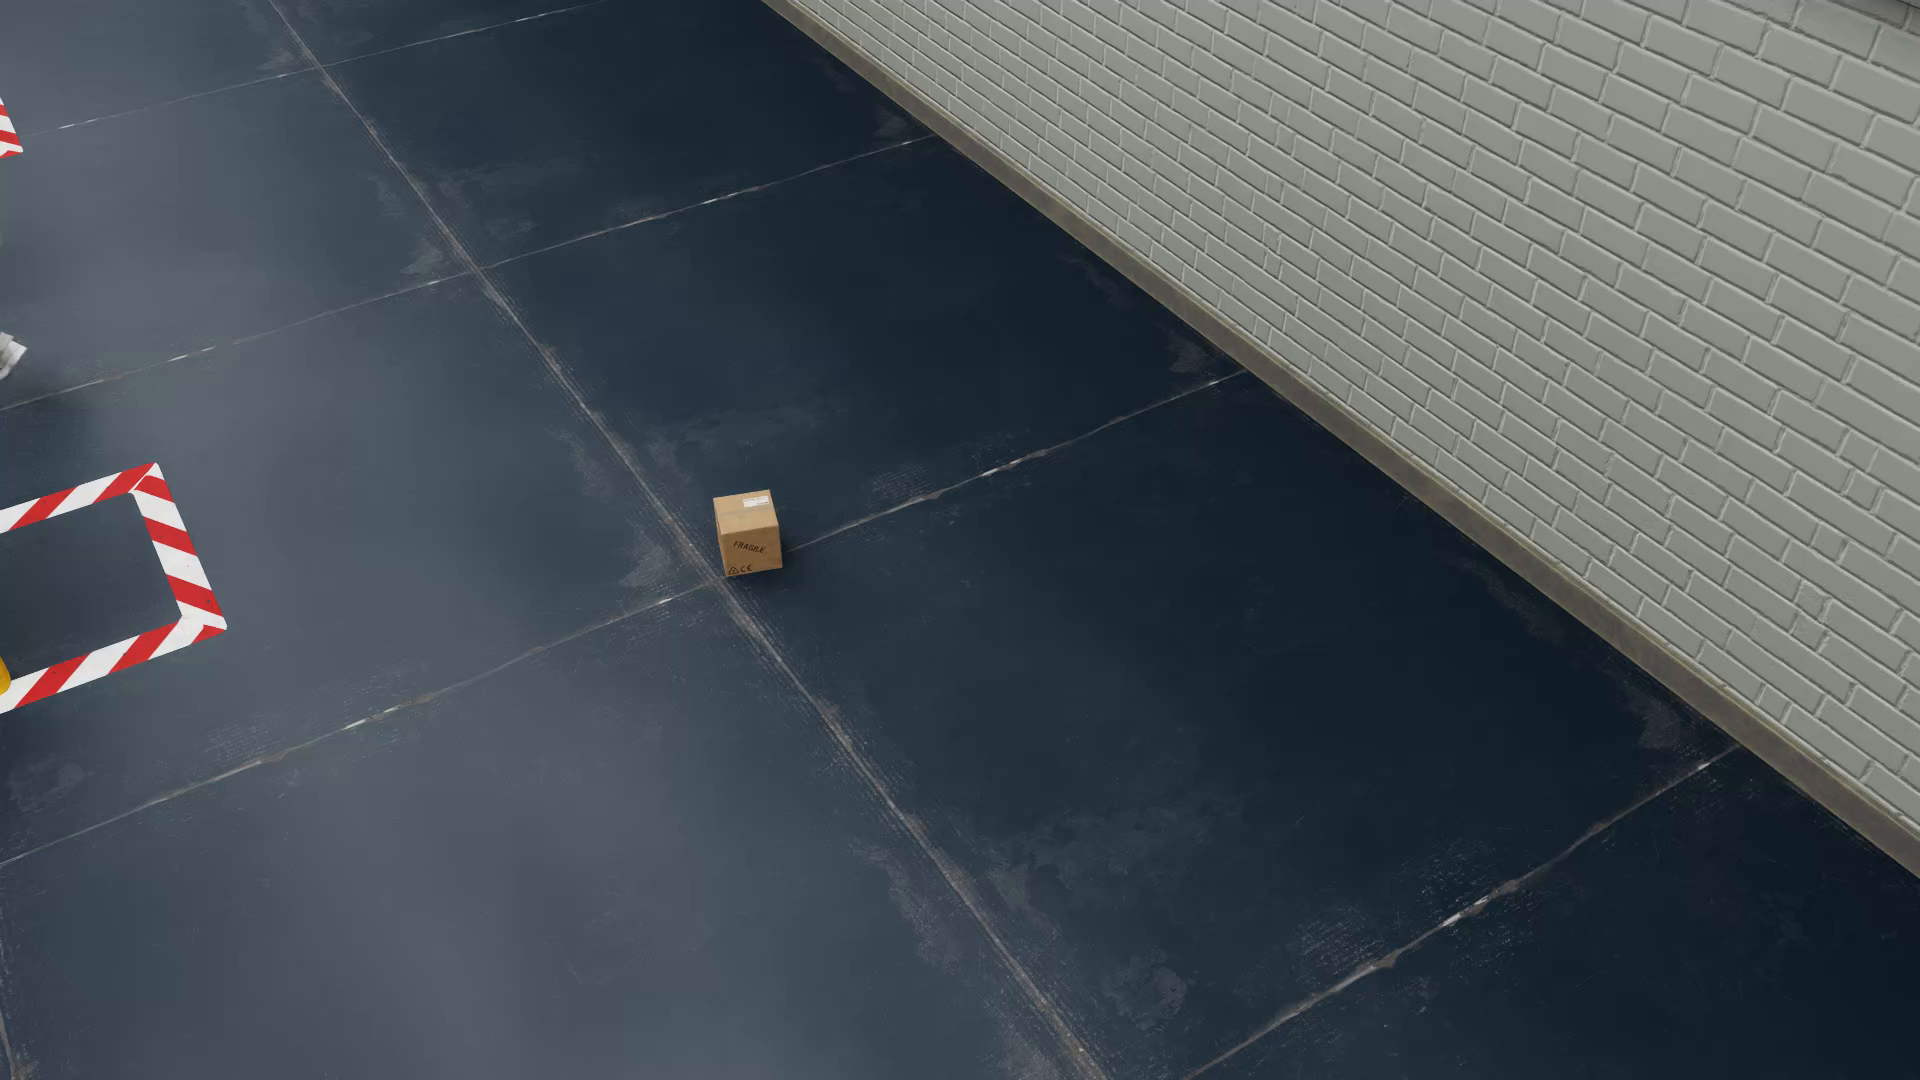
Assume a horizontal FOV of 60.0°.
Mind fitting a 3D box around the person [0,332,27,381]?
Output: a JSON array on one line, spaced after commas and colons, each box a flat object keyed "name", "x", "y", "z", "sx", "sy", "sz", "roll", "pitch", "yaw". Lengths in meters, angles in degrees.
[{"name": "person", "x": -4.885, "y": -1.393, "z": 7.756, "sx": 0.698, "sy": 1.647, "sz": 0.479, "roll": -1, "pitch": 41, "yaw": -1}]
